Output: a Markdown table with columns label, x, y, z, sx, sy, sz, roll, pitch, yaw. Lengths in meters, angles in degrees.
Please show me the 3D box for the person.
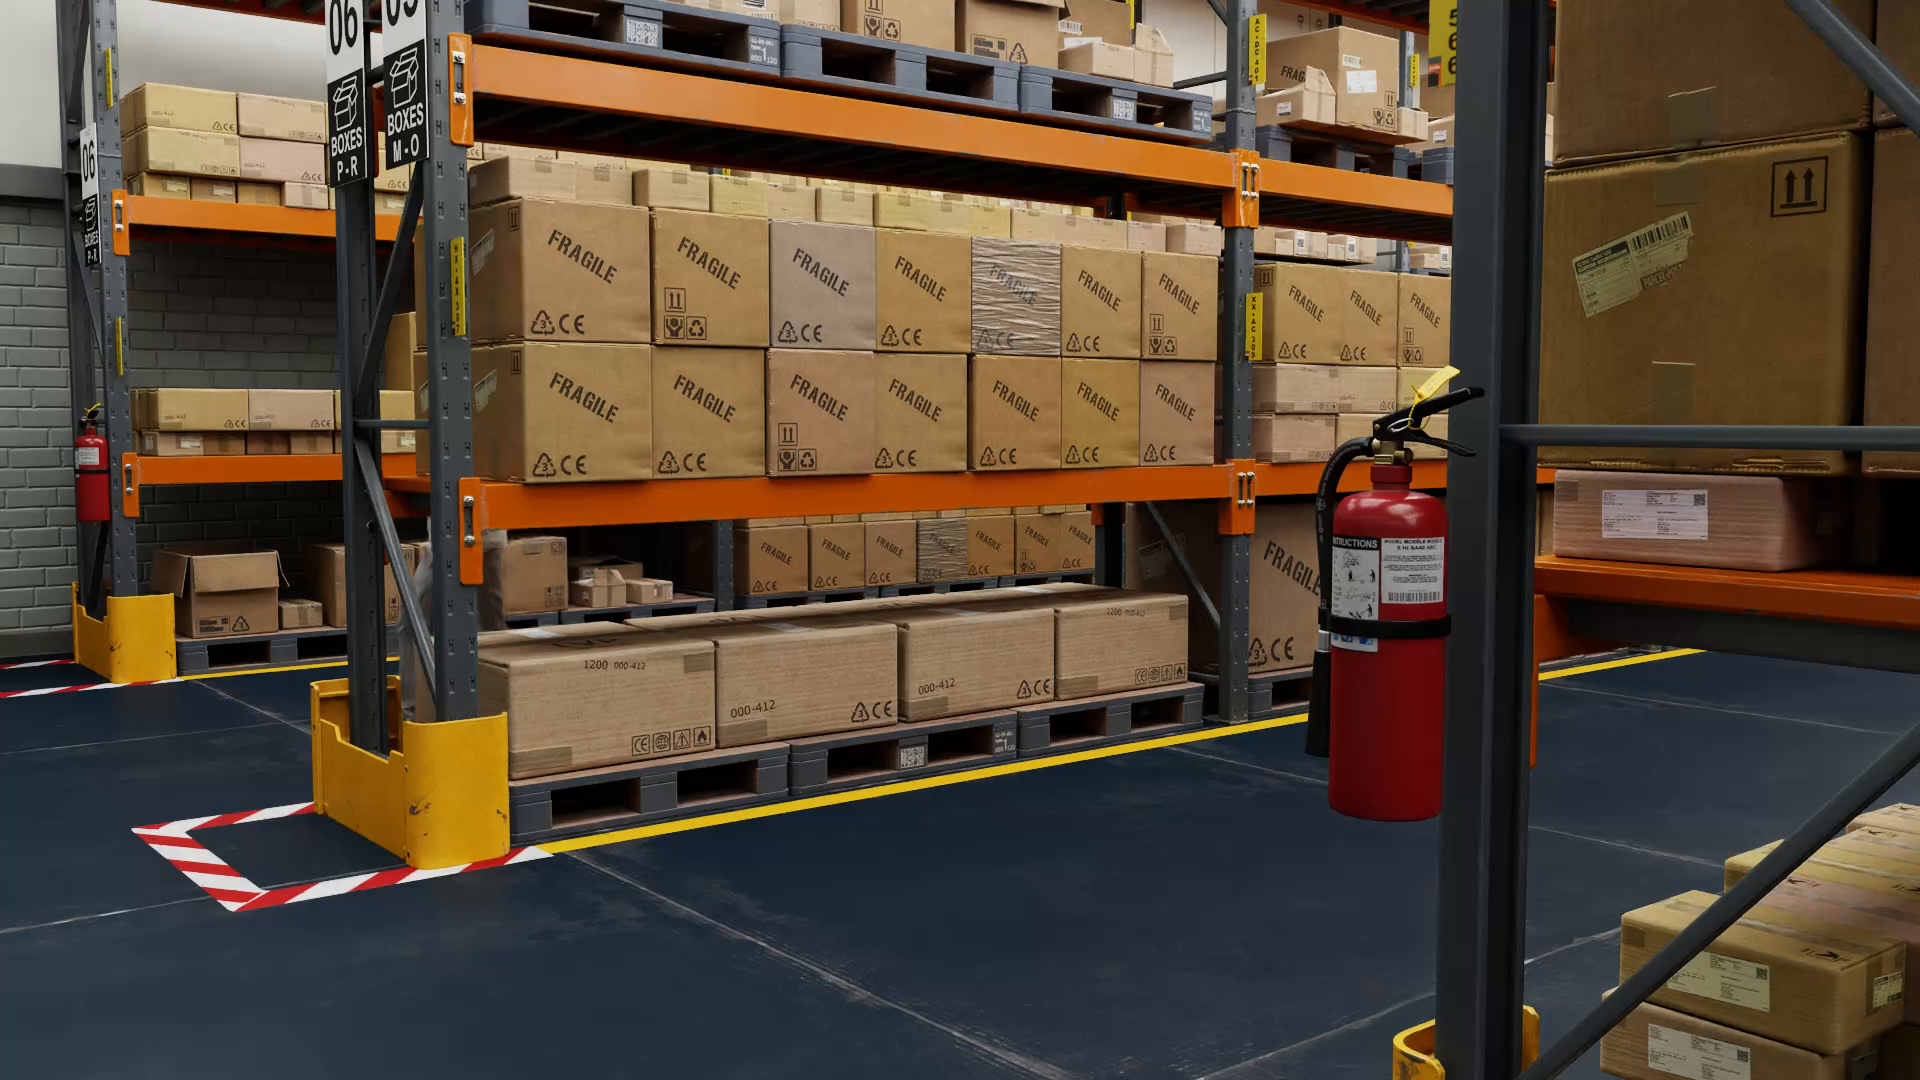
| label | x | y | z | sx | sy | sz | roll | pitch | yaw |
| --- | --- | --- | --- | --- | --- | --- | --- | --- | --- |
| person | -2.391 | 0.082 | 7.790 | 0.755 | 1.797 | 0.626 | -4 | 6 | -40 |
